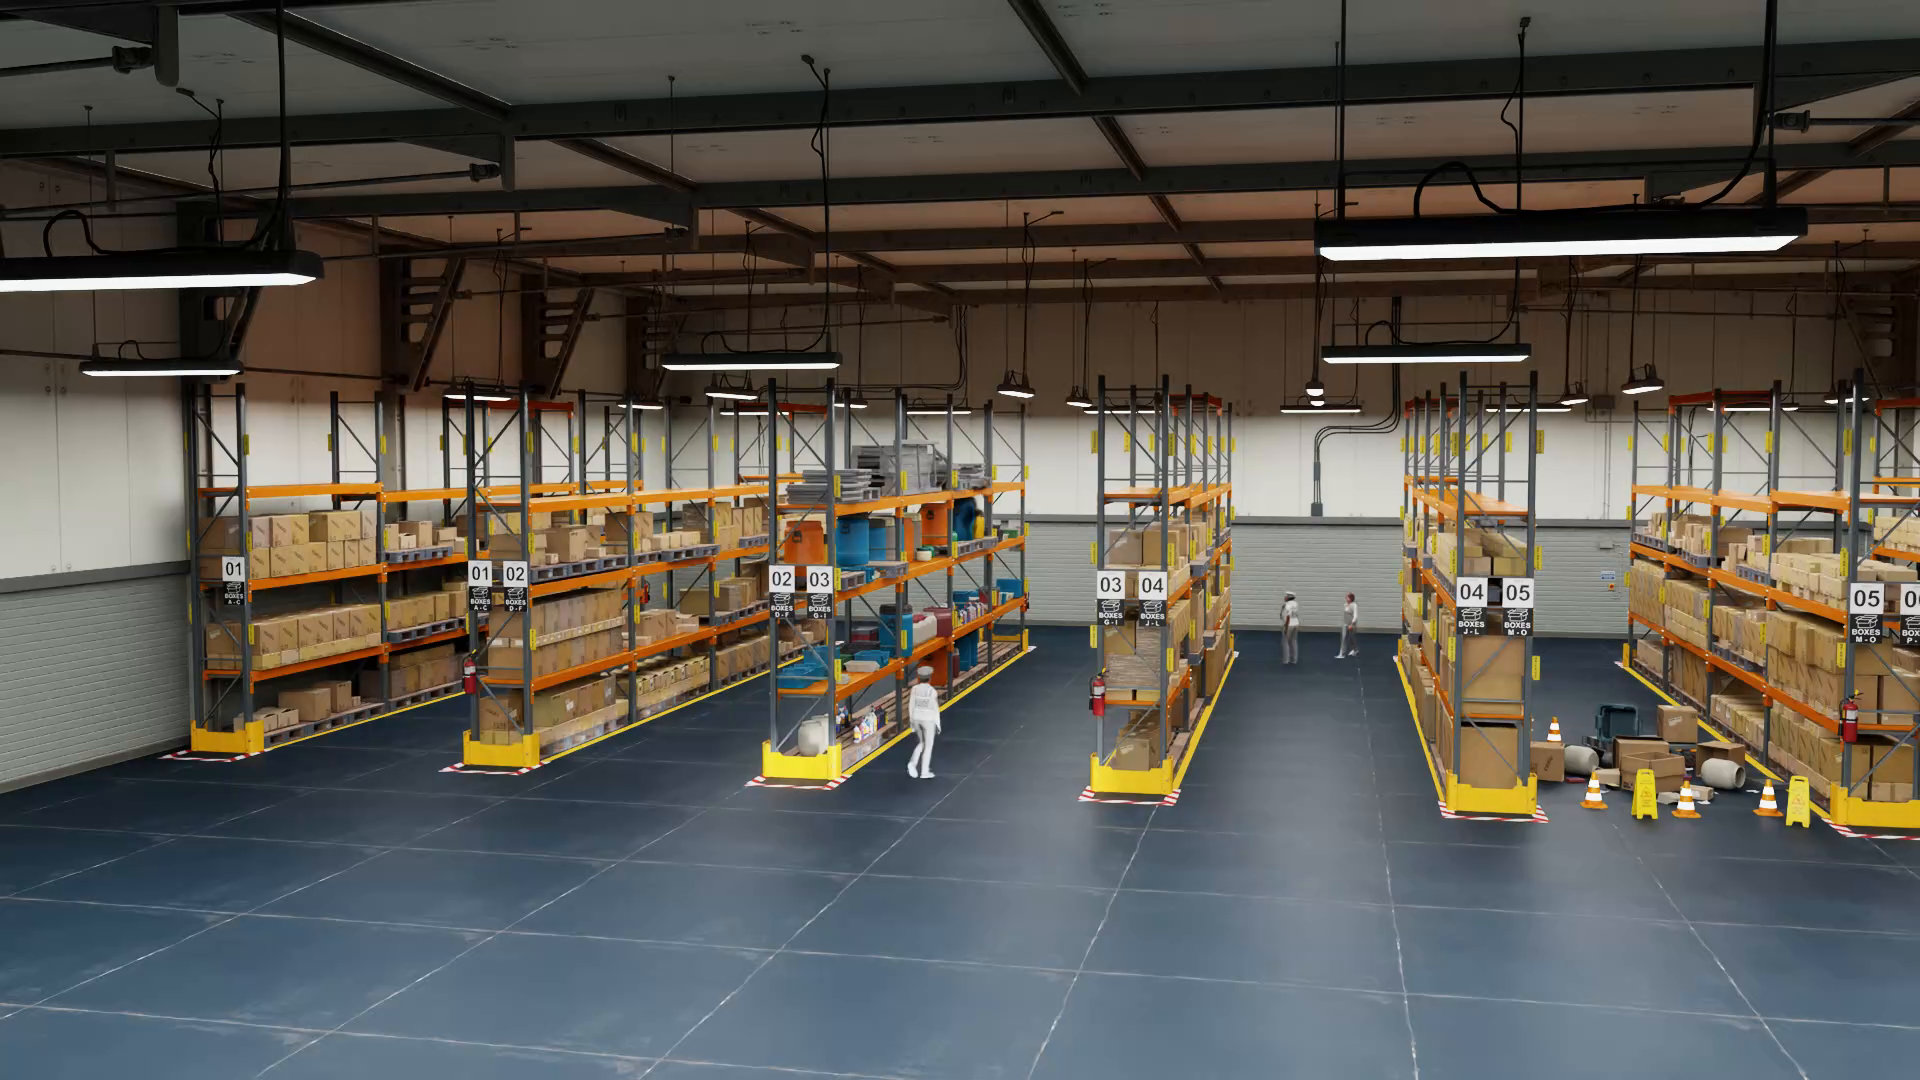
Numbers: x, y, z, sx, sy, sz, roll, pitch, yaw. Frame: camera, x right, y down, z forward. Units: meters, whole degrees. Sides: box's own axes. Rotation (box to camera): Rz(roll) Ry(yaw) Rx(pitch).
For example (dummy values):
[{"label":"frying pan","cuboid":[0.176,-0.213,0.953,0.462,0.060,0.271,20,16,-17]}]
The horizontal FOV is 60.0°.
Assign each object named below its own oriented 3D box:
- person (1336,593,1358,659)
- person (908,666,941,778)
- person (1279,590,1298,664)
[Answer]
[{"label":"person","cuboid":[9.145,1.992,38.861,0.410,1.543,0.915,3,4,40]},{"label":"person","cuboid":[-0.538,2.724,24.825,0.489,1.685,0.452,3,4,41]},{"label":"person","cuboid":[7.554,2.015,38.089,0.370,1.724,0.509,3,4,40]}]
